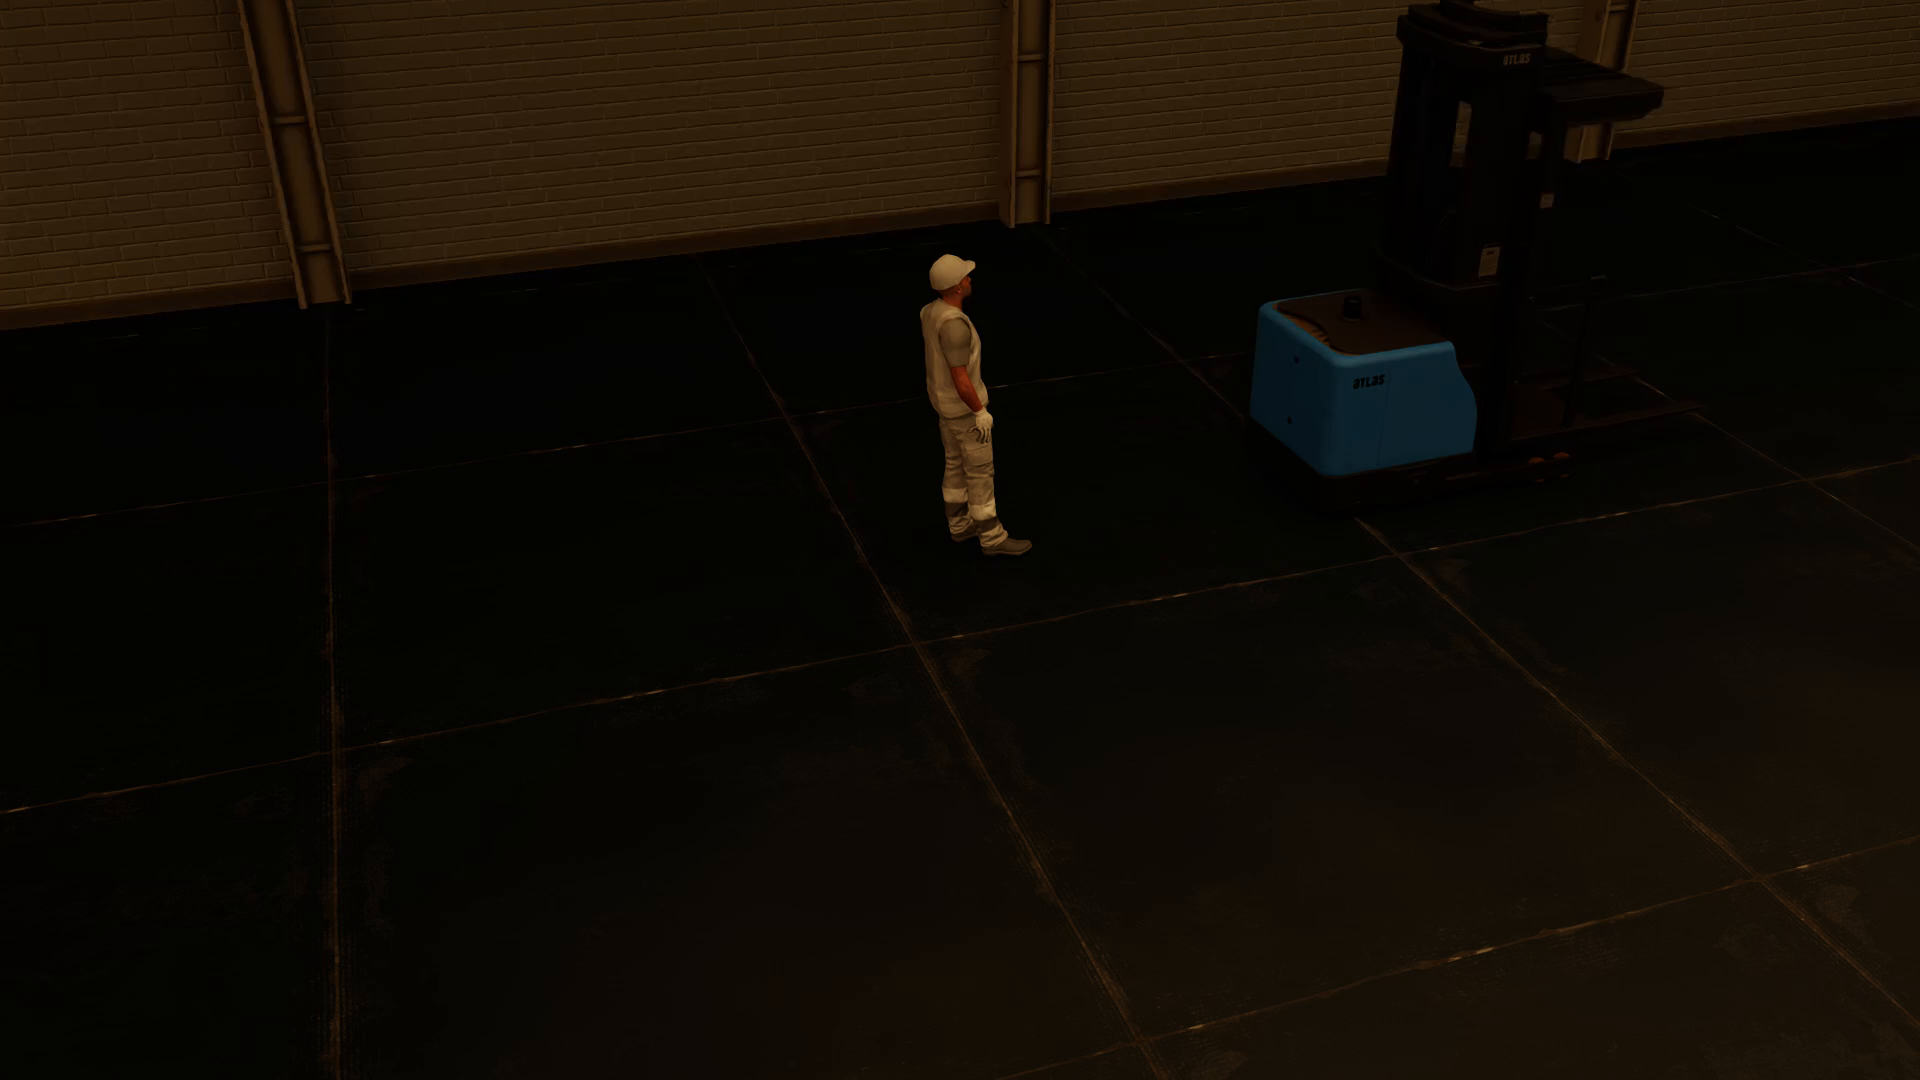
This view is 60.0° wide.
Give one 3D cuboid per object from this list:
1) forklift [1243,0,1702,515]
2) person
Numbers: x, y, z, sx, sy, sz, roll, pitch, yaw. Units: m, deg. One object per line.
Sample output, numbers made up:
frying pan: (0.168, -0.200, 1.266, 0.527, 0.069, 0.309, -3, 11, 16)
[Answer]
forklift: (3.439, -1.870, 10.337, 3.031, 2.935, 1.130, -11, 32, -18)
person: (0.080, -0.789, 9.589, 0.562, 1.790, 0.637, -10, 31, -16)
